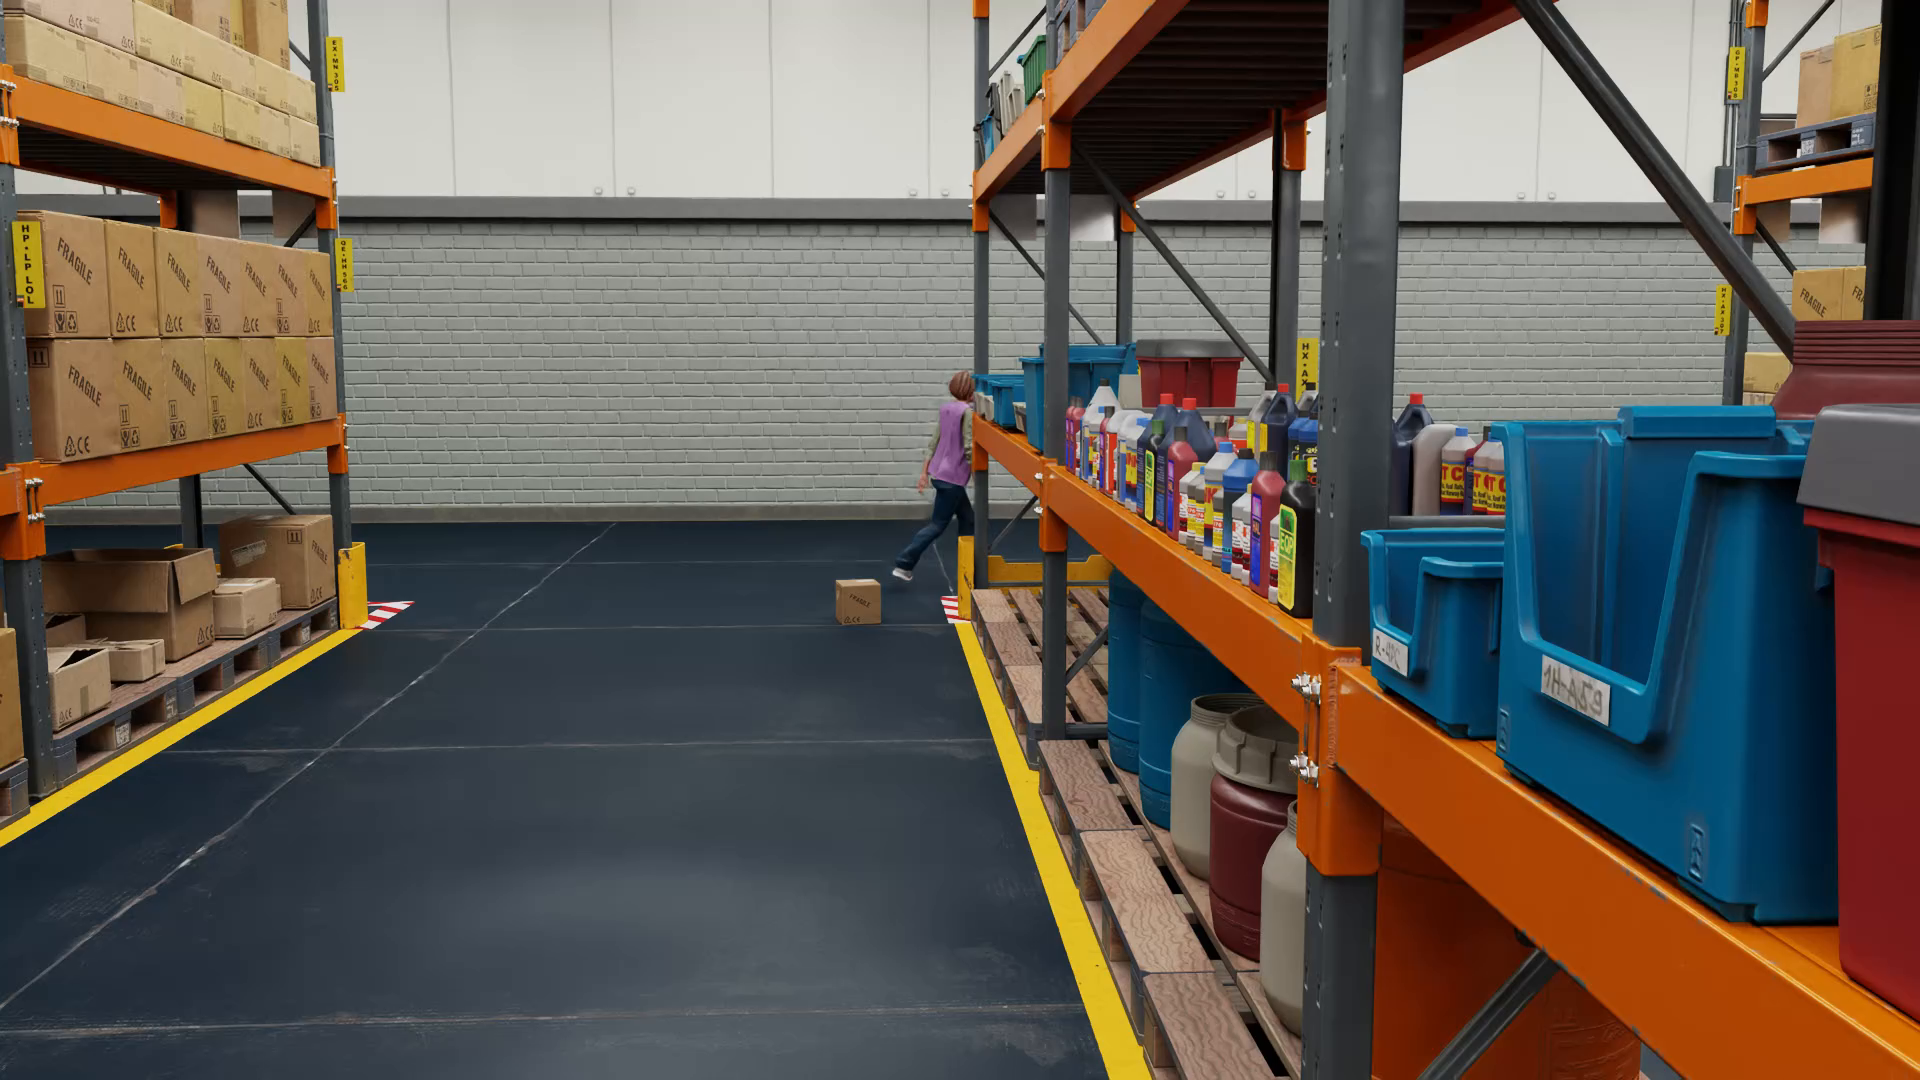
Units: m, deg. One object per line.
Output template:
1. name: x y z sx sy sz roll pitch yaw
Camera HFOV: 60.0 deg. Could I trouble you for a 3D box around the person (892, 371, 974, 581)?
1. person: -0.054 -0.434 11.838 0.877 1.538 0.459 -3 8 -23
